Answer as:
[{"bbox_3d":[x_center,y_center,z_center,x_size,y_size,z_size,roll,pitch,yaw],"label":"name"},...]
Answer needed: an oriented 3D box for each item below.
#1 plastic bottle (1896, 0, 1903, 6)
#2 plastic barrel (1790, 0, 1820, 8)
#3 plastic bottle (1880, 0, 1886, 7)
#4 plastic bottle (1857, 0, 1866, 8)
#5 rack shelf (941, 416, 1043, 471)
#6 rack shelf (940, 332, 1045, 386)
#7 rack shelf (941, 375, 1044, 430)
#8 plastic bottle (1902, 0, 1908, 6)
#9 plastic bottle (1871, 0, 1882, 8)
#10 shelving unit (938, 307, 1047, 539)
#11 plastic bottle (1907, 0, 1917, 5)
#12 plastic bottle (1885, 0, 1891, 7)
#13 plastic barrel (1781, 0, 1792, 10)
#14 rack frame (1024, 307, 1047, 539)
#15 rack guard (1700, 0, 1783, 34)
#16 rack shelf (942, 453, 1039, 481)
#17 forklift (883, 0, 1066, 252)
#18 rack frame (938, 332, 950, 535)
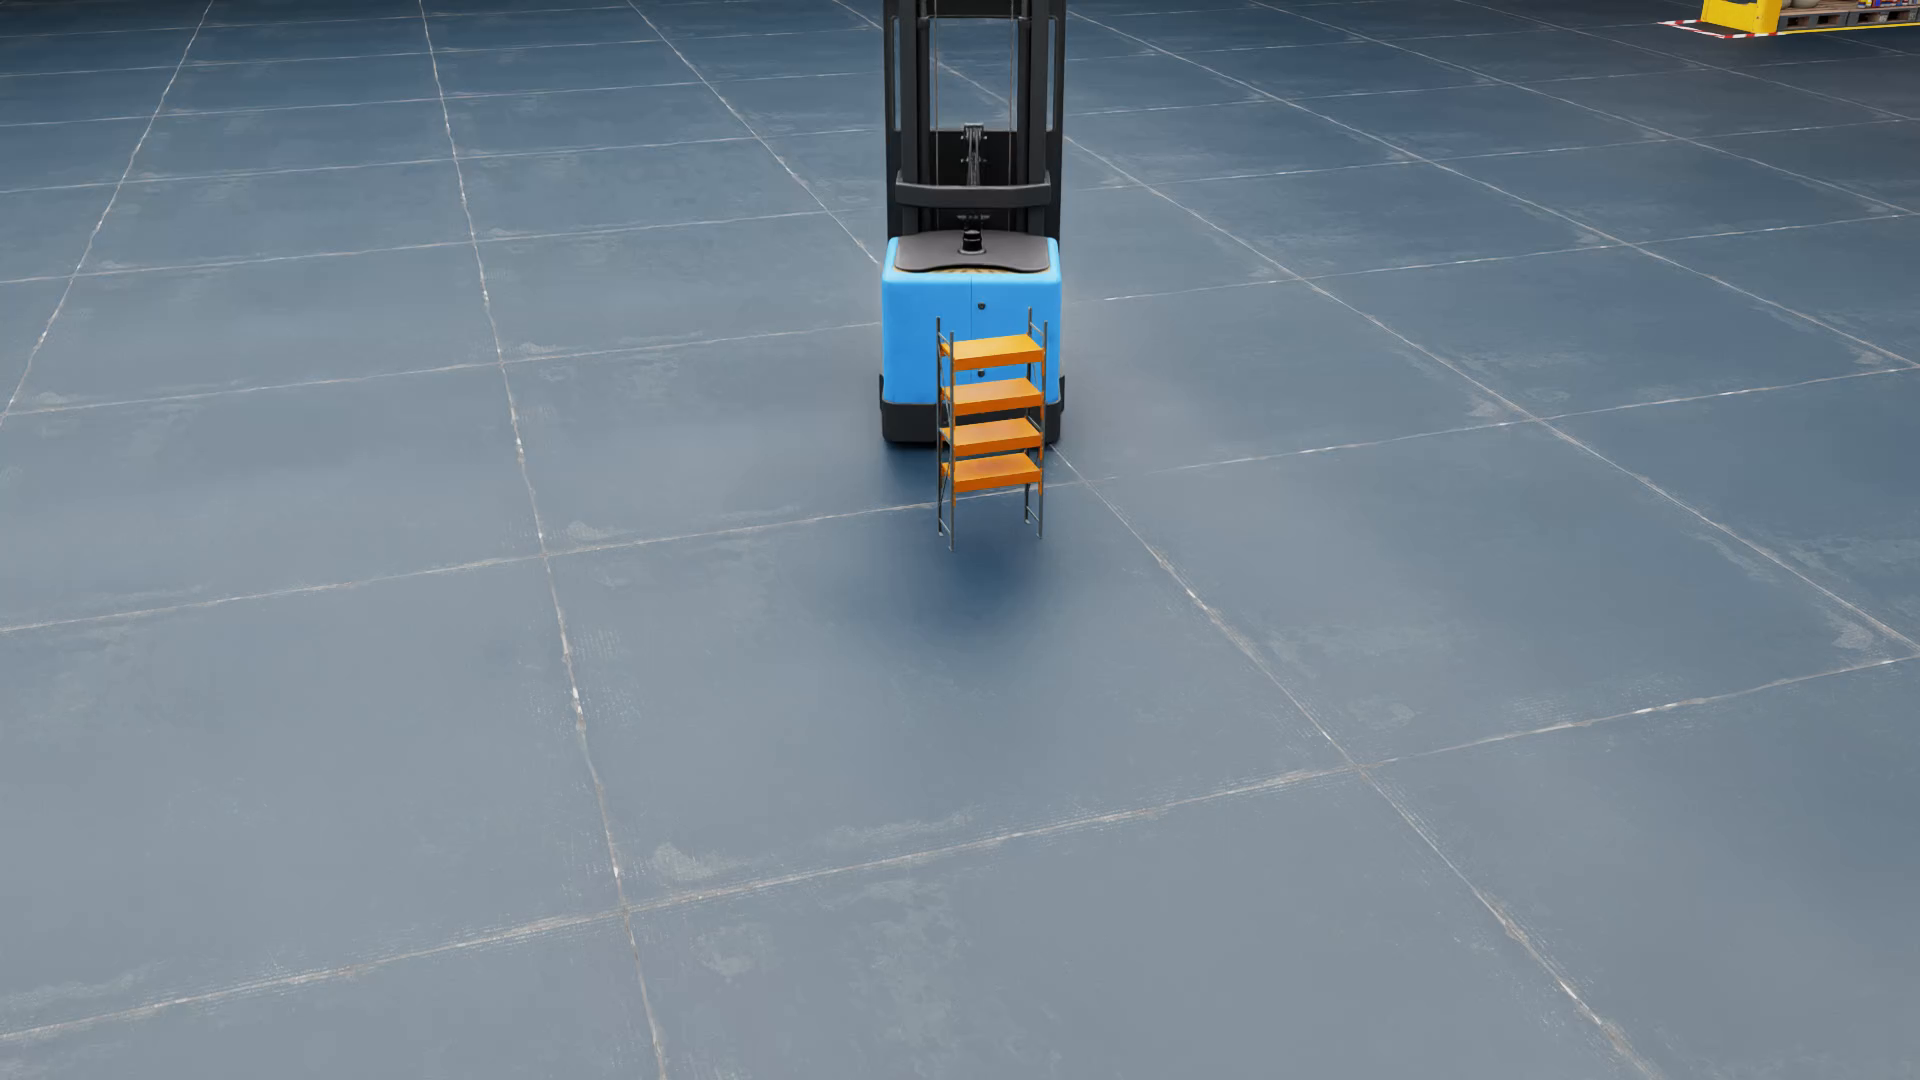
[{"bbox_3d":[13.207,-7.651,23.361,0.097,0.271,0.097,0,26,0],"label":"plastic bottle"},{"bbox_3d":[11.852,-7.735,23.282,0.421,0.512,0.421,0,26,0],"label":"plastic barrel"},{"bbox_3d":[12.920,-7.609,23.277,0.097,0.271,0.097,0,26,0],"label":"plastic bottle"},{"bbox_3d":[12.594,-7.562,23.182,0.097,0.271,0.097,0,26,0],"label":"plastic bottle"},{"bbox_3d":[0.157,-0.500,8.559,0.480,0.148,0.258,-8,28,-16],"label":"rack shelf"},{"bbox_3d":[0.157,-0.912,8.354,0.480,0.148,0.258,-8,28,-16],"label":"rack shelf"},{"bbox_3d":[0.157,-0.700,8.460,0.480,0.148,0.258,-8,28,-16],"label":"rack shelf"},{"bbox_3d":[13.304,-7.633,23.405,0.097,0.201,0.097,0,26,0],"label":"plastic bottle"},{"bbox_3d":[12.815,-7.591,23.227,0.133,0.283,0.061,-8,27,-15],"label":"plastic bottle"},{"bbox_3d":[0.160,-0.561,8.530,0.499,1.200,0.258,-8,28,-16],"label":"shelving unit"},{"bbox_3d":[13.408,-7.695,23.444,0.135,0.276,0.152,-8,27,-15],"label":"plastic bottle"},{"bbox_3d":[13.015,-7.623,23.305,0.097,0.271,0.097,0,26,0],"label":"plastic bottle"},{"bbox_3d":[11.375,-7.666,23.143,0.421,0.512,0.421,0,26,0],"label":"plastic barrel"},{"bbox_3d":[0.389,-0.594,8.597,0.015,1.200,0.240,-8,28,-16],"label":"rack frame"},{"bbox_3d":[10.831,-7.380,23.053,0.348,0.500,1.175,-8,28,-16],"label":"rack guard"},{"bbox_3d":[0.157,-0.370,8.624,0.457,0.021,0.221,-8,28,-16],"label":"rack shelf"},{"bbox_3d":[0.095,-2.493,10.475,1.121,2.935,3.031,0,26,1],"label":"forklift"},{"bbox_3d":[-0.074,-0.526,8.461,0.006,1.046,0.228,-8,28,-16],"label":"rack frame"}]
